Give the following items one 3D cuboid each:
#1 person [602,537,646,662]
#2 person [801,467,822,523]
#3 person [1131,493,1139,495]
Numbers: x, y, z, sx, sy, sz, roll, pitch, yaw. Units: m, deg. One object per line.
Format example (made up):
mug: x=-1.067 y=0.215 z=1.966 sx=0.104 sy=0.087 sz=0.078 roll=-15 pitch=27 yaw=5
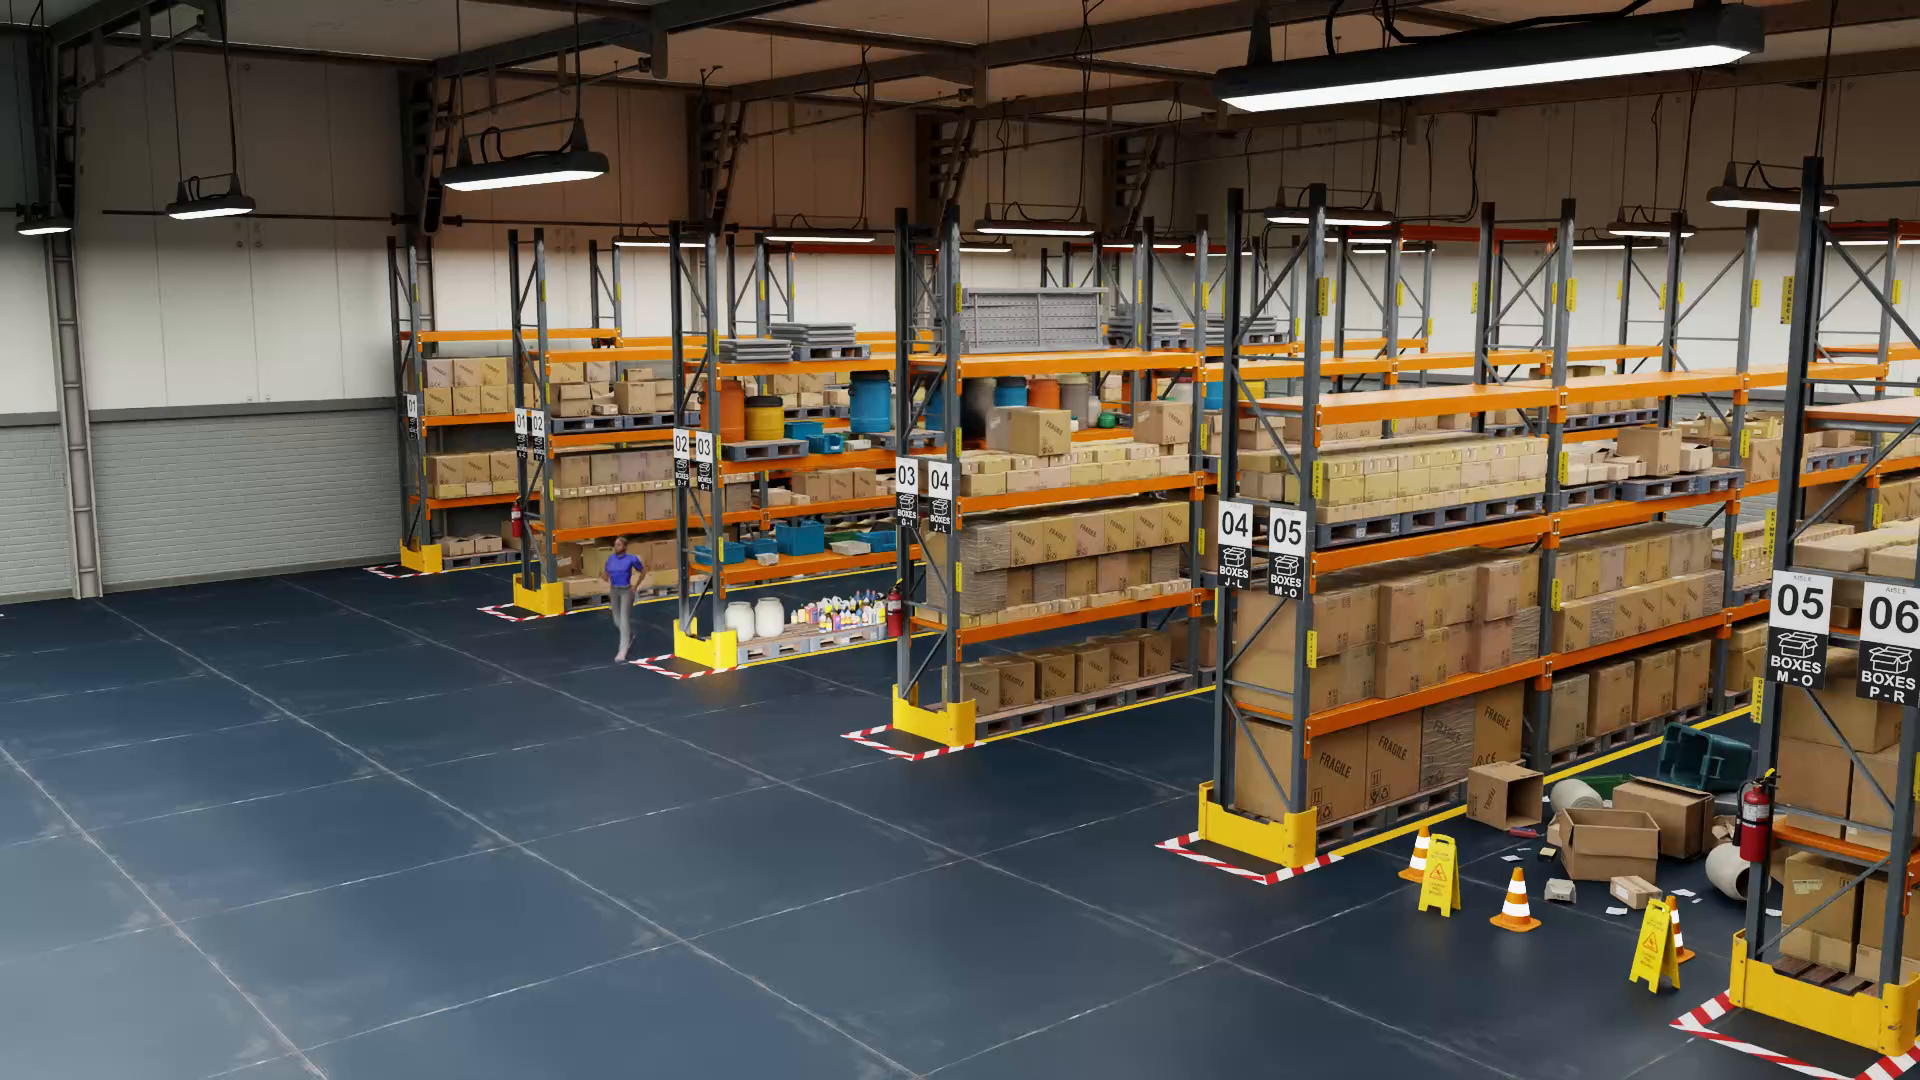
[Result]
person: x=-4.715 y=0.795 z=23.207 sx=0.586 sy=1.699 sz=0.794 roll=3 pitch=9 yaw=19
person: x=-2.887 y=-0.638 z=32.650 sx=0.506 sy=1.592 sz=0.662 roll=6 pitch=11 yaw=33
person: x=2.747 y=0.129 z=25.441 sx=0.675 sy=1.746 sz=0.656 roll=-8 pitch=12 yaw=-41
